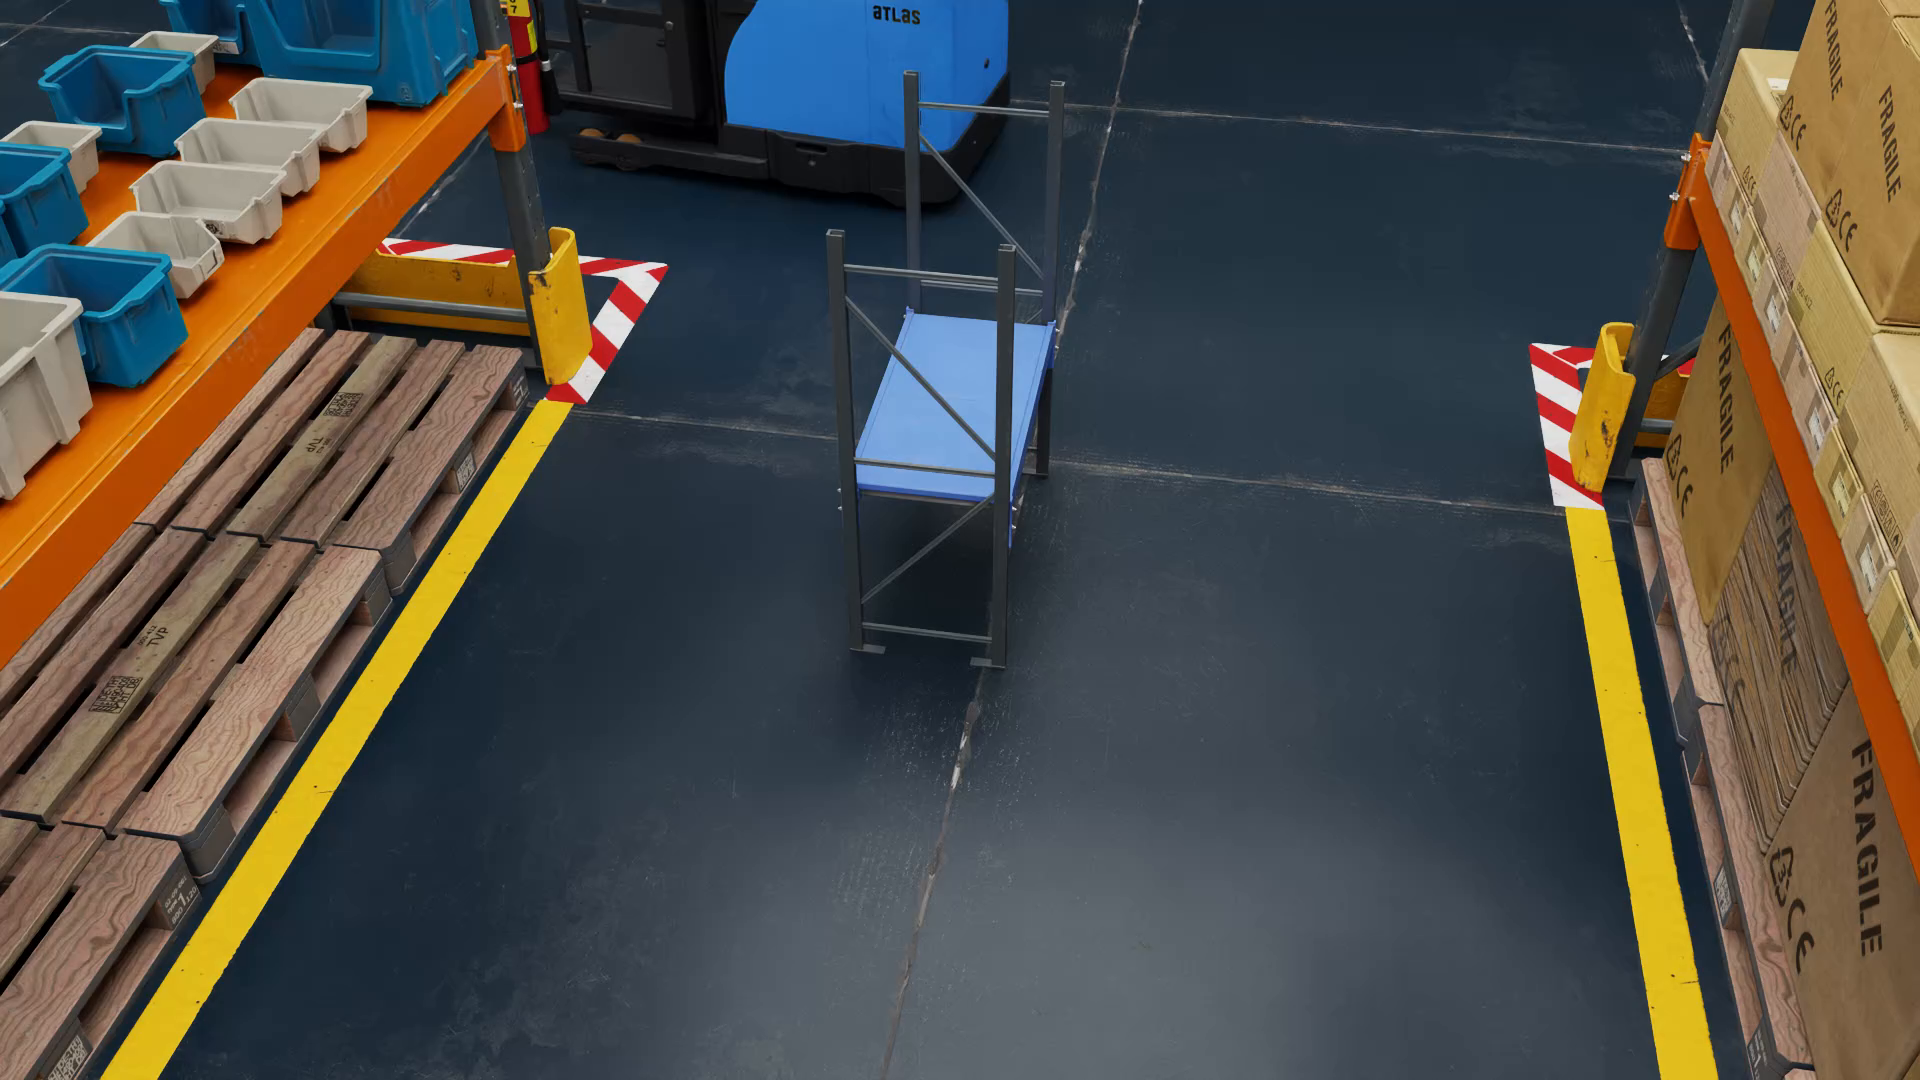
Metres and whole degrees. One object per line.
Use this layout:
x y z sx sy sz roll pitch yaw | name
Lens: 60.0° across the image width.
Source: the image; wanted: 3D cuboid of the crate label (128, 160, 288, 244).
-2.116 -0.941 4.693 0.396 0.136 0.243 6 40 8 | crate label

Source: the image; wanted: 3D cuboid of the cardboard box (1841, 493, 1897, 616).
2.119 0.051 3.531 0.380 0.149 0.250 7 40 8 | cardboard box

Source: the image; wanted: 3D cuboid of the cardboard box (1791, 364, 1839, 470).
2.207 -0.272 3.922 0.380 0.149 0.250 6 40 7 | cardboard box

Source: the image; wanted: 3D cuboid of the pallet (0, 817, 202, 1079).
-2.668 1.211 4.120 1.003 0.211 1.213 6 40 8 | pallet

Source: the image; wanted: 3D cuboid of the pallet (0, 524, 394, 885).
-2.459 0.443 5.049 1.003 0.211 1.213 6 40 8 | pallet

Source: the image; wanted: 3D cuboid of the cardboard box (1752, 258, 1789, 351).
2.296 -0.593 4.311 0.380 0.149 0.250 6 40 7 | cardboard box

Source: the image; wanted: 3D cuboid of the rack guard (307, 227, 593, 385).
-2.073 -0.962 6.521 1.175 0.500 0.348 6 40 8 | rack guard

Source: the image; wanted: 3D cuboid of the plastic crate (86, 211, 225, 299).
-2.149 -0.753 4.466 0.298 0.136 0.250 6 40 8 | plastic crate

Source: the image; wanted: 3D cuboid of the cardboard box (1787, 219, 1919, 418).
2.291 -0.506 3.892 0.500 0.250 0.500 5 40 6 | cardboard box

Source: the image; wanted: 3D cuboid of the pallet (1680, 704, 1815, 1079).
2.539 0.986 4.392 1.003 0.211 1.213 6 40 8 | pallet

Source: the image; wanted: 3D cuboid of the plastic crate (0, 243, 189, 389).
-2.167 -0.550 4.145 0.416 0.233 0.300 6 40 8 | plastic crate

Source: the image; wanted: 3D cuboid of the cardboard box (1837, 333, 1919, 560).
2.206 -0.178 3.495 0.500 0.250 0.500 6 40 7 | cardboard box

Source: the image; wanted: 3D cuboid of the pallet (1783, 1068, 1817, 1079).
2.330 1.754 3.463 1.003 0.211 1.213 6 40 8 | pallet

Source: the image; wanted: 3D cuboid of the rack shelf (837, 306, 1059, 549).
-0.015 -0.386 5.322 0.538 0.185 1.000 6 40 8 | rack shelf

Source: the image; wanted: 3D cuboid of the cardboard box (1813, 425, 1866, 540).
2.162 -0.114 3.731 0.380 0.149 0.250 5 40 7 | cardboard box

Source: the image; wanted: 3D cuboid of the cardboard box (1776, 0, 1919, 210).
2.378 -1.123 4.050 0.500 0.500 0.500 5 40 7 | cardboard box

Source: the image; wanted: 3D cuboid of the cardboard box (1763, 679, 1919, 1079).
2.470 0.835 3.724 0.875 0.875 0.875 6 40 8 | cardboard box

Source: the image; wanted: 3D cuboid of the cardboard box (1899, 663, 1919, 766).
2.029 0.371 3.144 0.380 0.149 0.250 7 40 9 | cardboard box

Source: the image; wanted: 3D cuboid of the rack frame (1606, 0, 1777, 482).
2.814 -1.362 5.044 1.000 3.000 0.127 6 40 8 | rack frame

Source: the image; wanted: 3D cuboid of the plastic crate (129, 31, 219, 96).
-2.569 -1.519 5.393 0.250 0.136 0.298 6 40 8 | plastic crate

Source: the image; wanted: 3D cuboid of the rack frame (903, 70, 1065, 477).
0.073 -0.844 5.593 0.500 1.500 0.032 6 40 8 | rack frame

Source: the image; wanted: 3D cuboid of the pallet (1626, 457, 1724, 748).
2.752 0.223 5.315 1.003 0.211 1.213 6 40 8 | pallet

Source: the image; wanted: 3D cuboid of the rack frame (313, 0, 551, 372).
-2.065 -1.909 5.704 1.000 3.000 0.127 6 40 8 | rack frame

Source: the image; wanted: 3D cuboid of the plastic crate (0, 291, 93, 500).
-2.311 -0.314 3.821 0.437 0.282 0.530 6 40 8 | plastic crate

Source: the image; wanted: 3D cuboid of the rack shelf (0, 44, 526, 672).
-2.411 -0.376 4.415 1.077 0.370 4.000 6 40 8 | rack shelf

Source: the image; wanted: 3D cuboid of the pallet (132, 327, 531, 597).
-2.246 -0.321 5.972 1.003 0.211 1.213 6 40 8 | pallet

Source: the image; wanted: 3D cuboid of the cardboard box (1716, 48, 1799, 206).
2.465 -1.148 4.668 0.500 0.250 0.500 5 40 6 | cardboard box

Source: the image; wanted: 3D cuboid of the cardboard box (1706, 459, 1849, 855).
2.624 0.276 4.400 0.875 0.875 0.875 6 40 8 | cardboard box

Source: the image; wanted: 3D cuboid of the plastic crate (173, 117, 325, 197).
-2.092 -1.118 4.908 0.396 0.136 0.243 6 40 8 | plastic crate

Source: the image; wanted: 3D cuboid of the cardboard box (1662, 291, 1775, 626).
2.782 -0.295 5.091 0.875 0.875 0.875 6 40 8 | cardboard box

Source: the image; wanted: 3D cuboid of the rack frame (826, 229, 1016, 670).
-0.103 -0.205 4.821 0.500 1.500 0.032 6 40 8 | rack frame

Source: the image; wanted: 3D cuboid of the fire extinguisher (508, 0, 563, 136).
-1.591 -1.780 5.902 0.296 0.674 0.183 6 40 8 | fire extinguisher

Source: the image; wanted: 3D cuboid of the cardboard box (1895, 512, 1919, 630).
2.115 0.140 3.111 0.500 0.250 0.500 7 40 9 | cardboard box

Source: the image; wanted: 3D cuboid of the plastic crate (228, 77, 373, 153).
-2.027 -1.298 5.126 0.396 0.136 0.243 6 40 8 | plastic crate

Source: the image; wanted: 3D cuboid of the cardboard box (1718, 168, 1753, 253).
2.384 -0.918 4.703 0.380 0.149 0.250 6 40 7 | cardboard box

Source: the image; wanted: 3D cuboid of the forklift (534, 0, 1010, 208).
-1.333 -3.180 7.296 3.031 2.935 1.130 11 41 13 | forklift

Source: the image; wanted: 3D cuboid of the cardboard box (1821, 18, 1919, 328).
2.294 -0.797 3.656 0.500 0.500 0.500 5 40 6 | cardboard box

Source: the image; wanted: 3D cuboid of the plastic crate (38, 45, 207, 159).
-2.546 -1.335 5.095 0.416 0.233 0.300 6 40 8 | plastic crate

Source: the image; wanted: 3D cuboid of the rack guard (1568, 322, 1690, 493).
2.818 -0.414 5.859 1.175 0.500 0.348 6 40 8 | rack guard

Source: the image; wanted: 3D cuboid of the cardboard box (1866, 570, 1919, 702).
2.074 0.211 3.338 0.380 0.149 0.250 6 40 7 | cardboard box

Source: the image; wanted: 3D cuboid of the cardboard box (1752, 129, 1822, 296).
2.381 -0.821 4.273 0.500 0.250 0.500 6 40 7 | cardboard box

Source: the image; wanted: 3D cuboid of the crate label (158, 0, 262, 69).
-2.432 -1.748 5.595 0.416 0.233 0.303 6 40 8 | crate label

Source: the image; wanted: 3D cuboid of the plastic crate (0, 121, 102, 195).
-2.686 -1.093 4.878 0.250 0.136 0.298 6 40 8 | plastic crate

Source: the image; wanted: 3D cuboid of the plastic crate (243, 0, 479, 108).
-1.939 -1.715 5.395 0.616 0.435 0.499 6 40 8 | plastic crate

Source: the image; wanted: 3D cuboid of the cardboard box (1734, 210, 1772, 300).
2.340 -0.757 4.509 0.380 0.149 0.250 6 40 7 | cardboard box

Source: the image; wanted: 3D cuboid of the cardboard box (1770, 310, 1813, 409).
2.251 -0.434 4.118 0.380 0.149 0.250 6 40 7 | cardboard box

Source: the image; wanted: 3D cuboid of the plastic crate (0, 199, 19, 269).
-2.711 -0.734 4.368 0.416 0.233 0.300 6 40 8 | plastic crate

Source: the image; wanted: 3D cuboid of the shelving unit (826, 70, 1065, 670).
-0.015 -0.524 5.207 0.538 1.500 1.048 6 40 8 | shelving unit

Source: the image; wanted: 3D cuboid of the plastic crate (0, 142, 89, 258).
-2.659 -0.922 4.596 0.416 0.233 0.300 6 40 8 | plastic crate

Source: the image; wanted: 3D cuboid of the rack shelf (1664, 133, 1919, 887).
2.468 0.170 3.755 1.077 0.370 4.000 6 40 8 | rack shelf

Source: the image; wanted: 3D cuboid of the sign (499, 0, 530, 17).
-1.520 -1.921 5.591 0.100 0.325 0.005 6 40 8 | sign

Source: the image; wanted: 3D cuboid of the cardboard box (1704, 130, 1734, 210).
2.427 -1.079 4.898 0.380 0.149 0.250 7 40 8 | cardboard box
